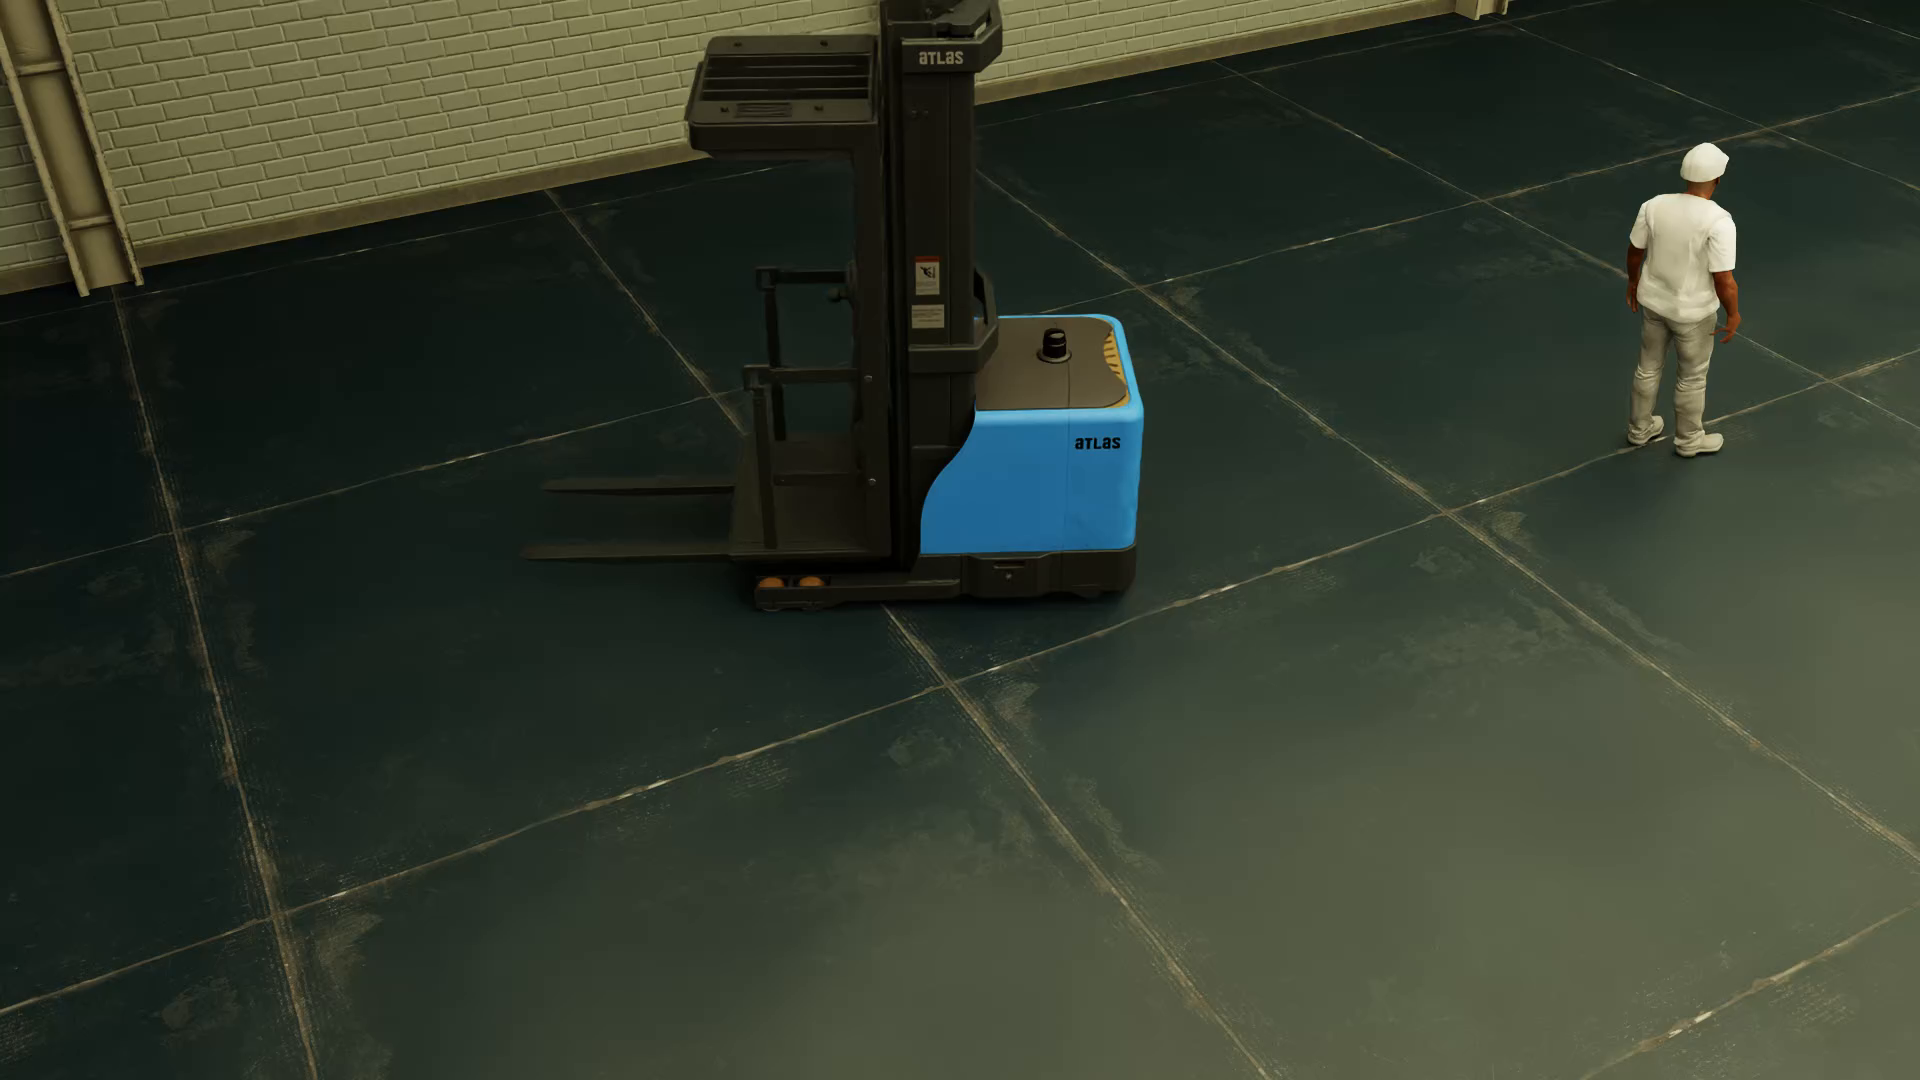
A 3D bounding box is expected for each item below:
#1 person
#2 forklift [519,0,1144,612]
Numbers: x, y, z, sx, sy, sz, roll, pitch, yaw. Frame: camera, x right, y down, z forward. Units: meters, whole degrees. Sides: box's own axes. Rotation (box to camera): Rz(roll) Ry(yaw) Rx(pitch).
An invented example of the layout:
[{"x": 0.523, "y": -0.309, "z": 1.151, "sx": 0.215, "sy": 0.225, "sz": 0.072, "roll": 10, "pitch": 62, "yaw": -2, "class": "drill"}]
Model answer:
[{"x": 3.917, "y": -1.300, "z": 8.959, "sx": 0.576, "sy": 1.766, "sz": 0.665, "roll": -22, "pitch": 41, "yaw": -28, "class": "person"}, {"x": -0.664, "y": -1.158, "z": 7.762, "sx": 3.031, "sy": 2.935, "sz": 1.130, "roll": -1, "pitch": 35, "yaw": -2, "class": "forklift"}]
